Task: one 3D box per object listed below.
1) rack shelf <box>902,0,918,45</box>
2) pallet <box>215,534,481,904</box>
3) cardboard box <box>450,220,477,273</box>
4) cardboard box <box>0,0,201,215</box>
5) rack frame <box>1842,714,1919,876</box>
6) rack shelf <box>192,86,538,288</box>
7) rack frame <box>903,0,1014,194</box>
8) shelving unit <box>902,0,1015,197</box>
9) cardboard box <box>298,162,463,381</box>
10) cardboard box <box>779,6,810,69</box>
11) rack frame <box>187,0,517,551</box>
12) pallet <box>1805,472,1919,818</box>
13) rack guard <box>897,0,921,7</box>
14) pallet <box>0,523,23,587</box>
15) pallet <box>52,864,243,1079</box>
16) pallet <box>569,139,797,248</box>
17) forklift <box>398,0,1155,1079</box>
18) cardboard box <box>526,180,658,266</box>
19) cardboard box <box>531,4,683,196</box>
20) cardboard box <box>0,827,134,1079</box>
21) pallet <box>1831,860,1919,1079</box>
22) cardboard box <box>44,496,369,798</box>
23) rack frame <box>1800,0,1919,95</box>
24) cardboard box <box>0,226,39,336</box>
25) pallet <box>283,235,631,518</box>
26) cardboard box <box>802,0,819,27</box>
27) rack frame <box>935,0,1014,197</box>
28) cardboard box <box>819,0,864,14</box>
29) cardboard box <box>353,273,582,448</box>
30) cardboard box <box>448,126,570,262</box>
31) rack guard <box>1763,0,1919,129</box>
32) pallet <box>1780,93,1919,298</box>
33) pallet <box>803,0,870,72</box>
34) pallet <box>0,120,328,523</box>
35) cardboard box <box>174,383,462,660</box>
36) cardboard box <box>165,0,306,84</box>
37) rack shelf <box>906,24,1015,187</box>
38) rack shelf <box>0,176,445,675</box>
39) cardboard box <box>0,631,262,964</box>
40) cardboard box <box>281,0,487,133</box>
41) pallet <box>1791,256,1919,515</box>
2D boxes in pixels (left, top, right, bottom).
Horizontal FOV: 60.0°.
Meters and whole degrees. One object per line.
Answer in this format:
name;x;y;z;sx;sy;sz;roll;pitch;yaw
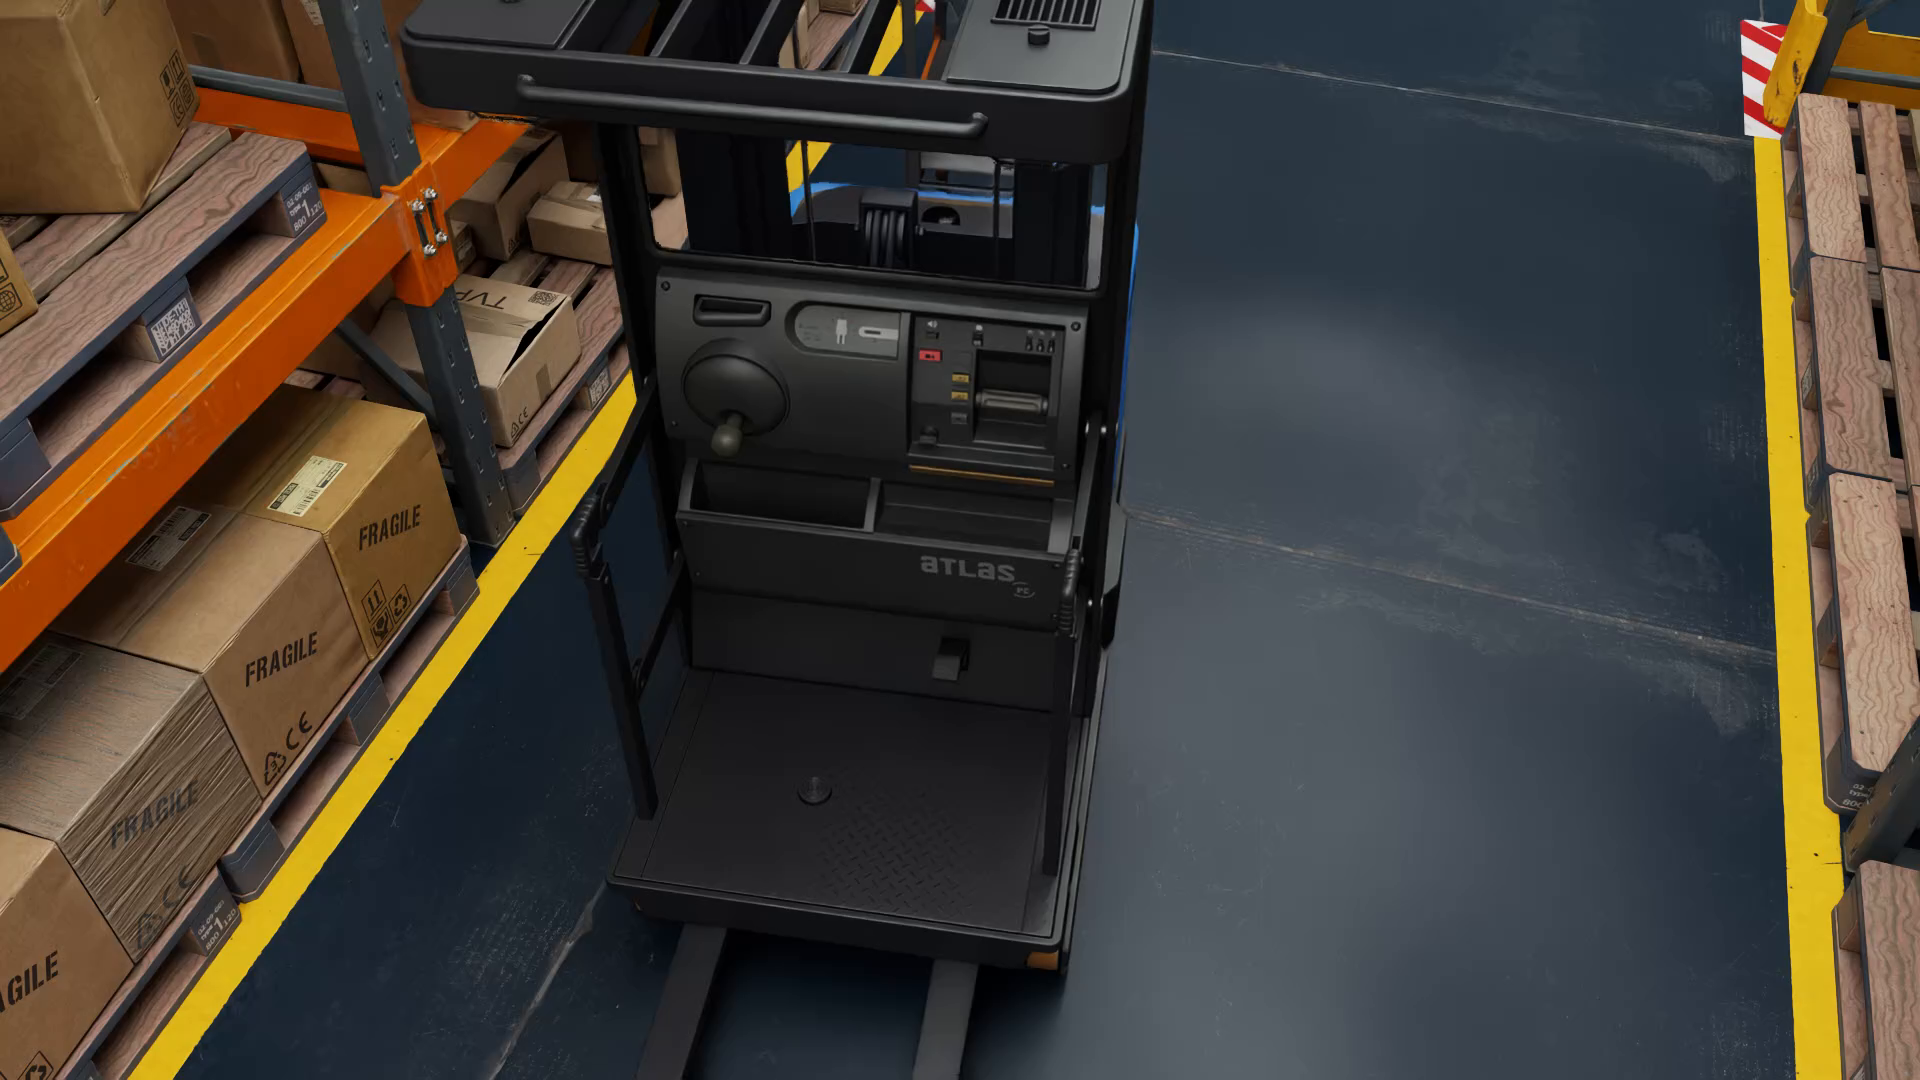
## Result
rack shelf;0.086;-1.670;4.474;0.431;0.518;0.480;7;45;7
pallet;-2.118;0.362;4.729;1.003;0.211;1.213;13;46;13
cardboard box;-1.949;-1.026;5.877;0.380;0.149;0.250;13;46;13
cardboard box;-2.264;-1.102;3.860;0.700;0.500;0.500;-1;44;-1
rack frame;2.812;-0.133;3.242;1.000;3.000;0.127;13;46;13
rack shelf;-1.302;-2.261;5.930;1.077;0.370;4.000;13;46;13
rack frame;0.047;-1.011;4.781;0.400;2.100;0.015;7;45;7
shelving unit;0.086;-1.179;4.954;0.431;2.100;0.503;7;45;7
cardboard box;-2.005;-0.889;5.486;0.500;0.500;0.500;13;46;13
cardboard box;-0.942;-1.984;6.785;0.500;0.250;0.500;13;46;13
rack frame;-1.907;-1.185;4.316;1.000;3.000;0.127;13;46;13
pallet;2.998;0.365;4.726;1.003;0.211;1.213;13;46;13
rack guard;-0.719;-2.907;7.863;1.175;0.500;0.348;13;46;13
pallet;-2.534;0.253;2.984;1.003;0.211;1.213;13;46;13
pallet;-2.485;1.178;3.896;1.003;0.211;1.213;13;46;13
pallet;-1.331;-1.462;6.593;1.003;0.211;1.213;13;46;13
forklift;-0.230;-0.255;3.415;1.130;2.935;3.031;7;45;7
cardboard box;-1.322;-1.142;5.984;0.380;0.166;0.250;13;46;13
cardboard box;-1.343;-1.703;6.316;0.797;0.503;0.637;13;46;13
cardboard box;-2.245;0.942;3.615;0.500;0.500;0.500;11;45;11
pallet;2.539;1.369;3.700;1.003;0.211;1.213;13;46;13
cardboard box;-1.941;0.268;4.304;0.500;0.500;0.500;13;46;13
rack frame;4.024;-2.800;5.966;1.000;3.000;0.127;13;46;13
cardboard box;-2.412;-0.631;3.378;0.700;0.500;0.500;19;48;19
pallet;-1.698;-0.646;5.759;1.003;0.211;1.213;13;46;13
cardboard box;-0.834;-2.330;7.198;0.380;0.166;0.250;13;46;13
rack frame;0.126;-1.347;5.126;0.400;2.100;0.015;7;45;7
cardboard box;-0.626;-2.701;7.338;0.500;0.500;0.500;13;46;13
cardboard box;-1.574;-0.615;5.342;0.500;0.311;0.500;13;46;13
cardboard box;-1.778;-1.321;6.063;0.500;0.311;0.500;13;46;13
rack guard;4.019;-1.925;6.860;1.175;0.500;0.348;13;46;13
pallet;3.737;-1.262;6.388;1.003;0.211;1.213;13;46;13
pallet;-0.960;-2.272;7.421;1.003;0.211;1.213;13;46;13
pallet;-2.253;-0.607;3.863;1.003;0.211;1.213;13;46;13
cardboard box;-1.784;-0.059;4.639;0.500;0.500;0.500;12;46;12
cardboard box;-2.000;-1.608;4.677;0.500;0.500;0.500;13;46;13
rack shelf;0.086;-1.169;4.963;0.431;0.518;0.480;7;45;7
rack shelf;-2.513;0.405;3.206;1.077;0.370;4.000;13;46;13
cardboard box;-2.094;0.603;3.962;0.500;0.500;0.500;13;46;13
cardboard box;-1.493;-1.503;4.570;0.500;0.500;0.500;14;46;14
pallet;3.366;-0.451;5.560;1.003;0.211;1.213;13;46;13
